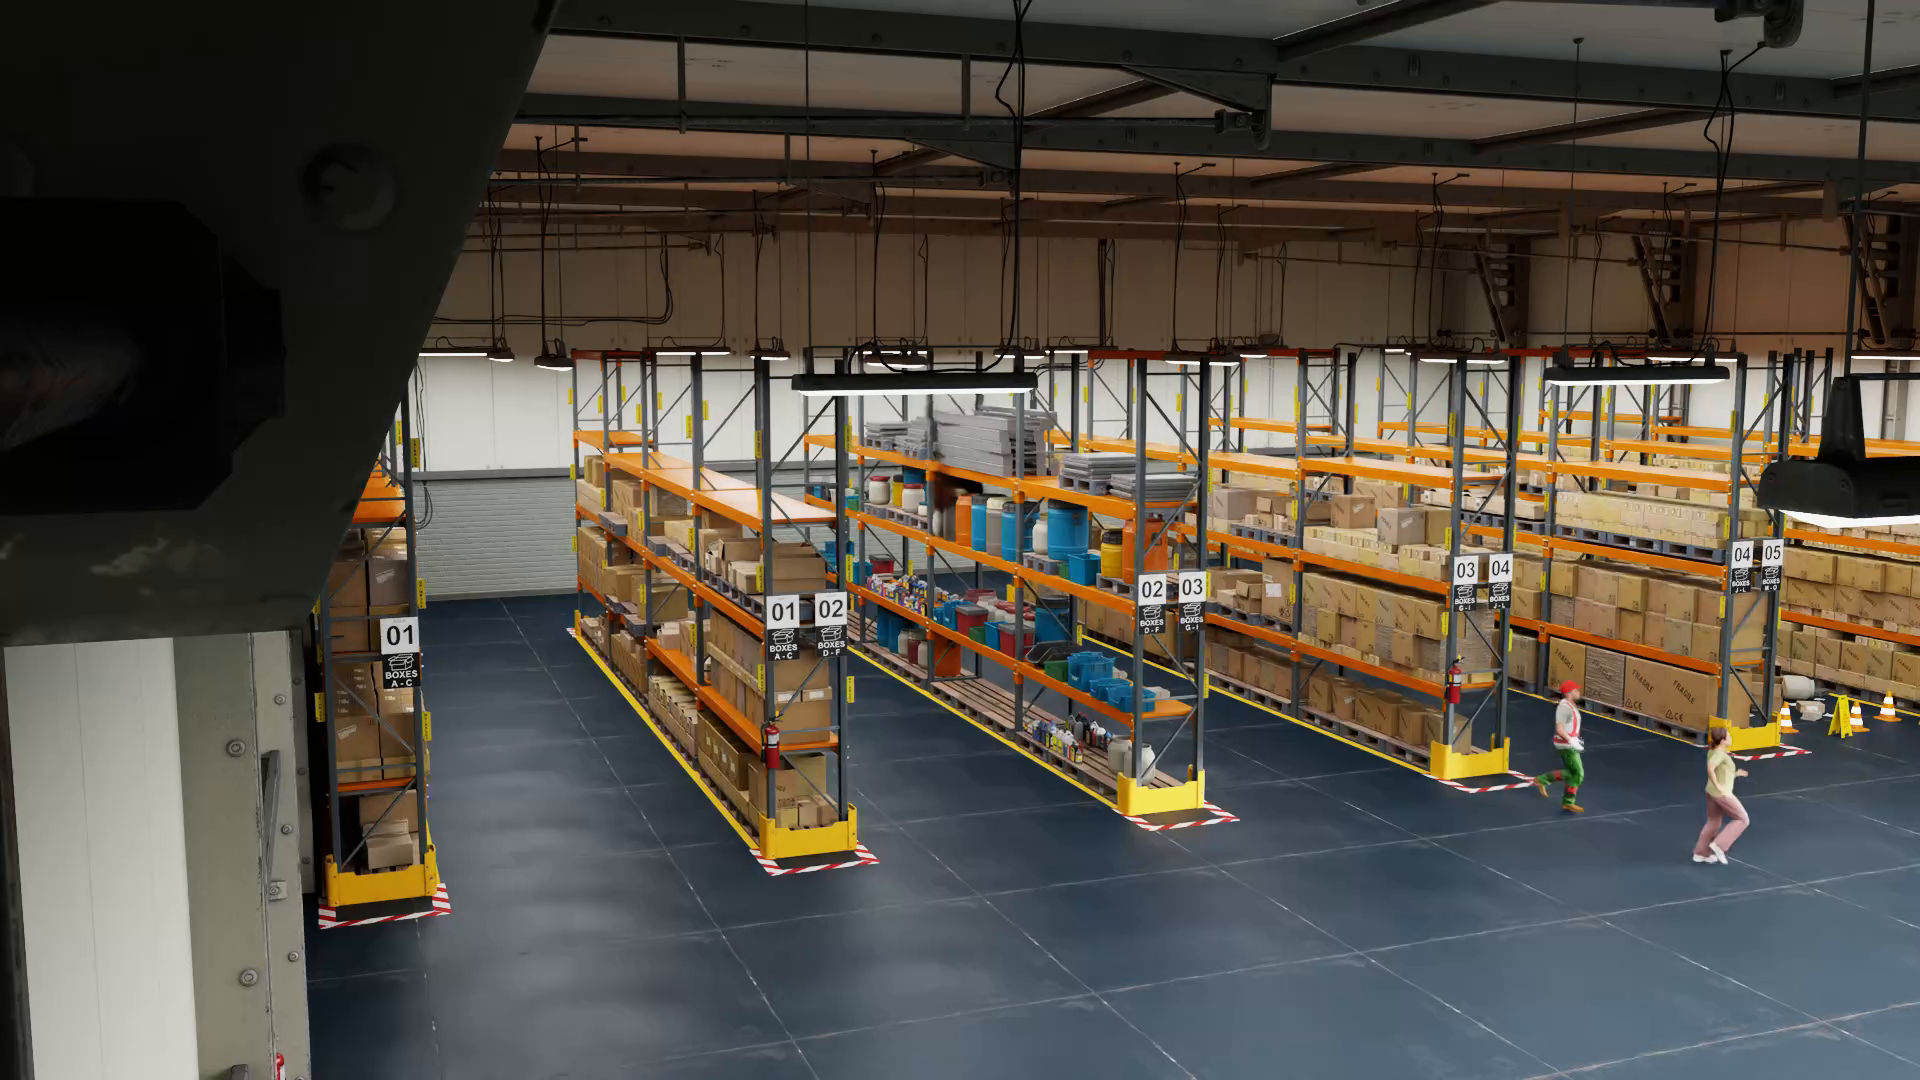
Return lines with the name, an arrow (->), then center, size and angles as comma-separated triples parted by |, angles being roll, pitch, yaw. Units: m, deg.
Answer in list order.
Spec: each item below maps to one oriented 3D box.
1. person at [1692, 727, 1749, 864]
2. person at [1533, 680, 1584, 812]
person -> 9.081, 3.040, 19.820 | 0.599, 1.639, 0.565 | 0, 7, 2
person -> 8.007, 2.726, 22.161 | 0.669, 1.751, 0.691 | 3, 8, 23
